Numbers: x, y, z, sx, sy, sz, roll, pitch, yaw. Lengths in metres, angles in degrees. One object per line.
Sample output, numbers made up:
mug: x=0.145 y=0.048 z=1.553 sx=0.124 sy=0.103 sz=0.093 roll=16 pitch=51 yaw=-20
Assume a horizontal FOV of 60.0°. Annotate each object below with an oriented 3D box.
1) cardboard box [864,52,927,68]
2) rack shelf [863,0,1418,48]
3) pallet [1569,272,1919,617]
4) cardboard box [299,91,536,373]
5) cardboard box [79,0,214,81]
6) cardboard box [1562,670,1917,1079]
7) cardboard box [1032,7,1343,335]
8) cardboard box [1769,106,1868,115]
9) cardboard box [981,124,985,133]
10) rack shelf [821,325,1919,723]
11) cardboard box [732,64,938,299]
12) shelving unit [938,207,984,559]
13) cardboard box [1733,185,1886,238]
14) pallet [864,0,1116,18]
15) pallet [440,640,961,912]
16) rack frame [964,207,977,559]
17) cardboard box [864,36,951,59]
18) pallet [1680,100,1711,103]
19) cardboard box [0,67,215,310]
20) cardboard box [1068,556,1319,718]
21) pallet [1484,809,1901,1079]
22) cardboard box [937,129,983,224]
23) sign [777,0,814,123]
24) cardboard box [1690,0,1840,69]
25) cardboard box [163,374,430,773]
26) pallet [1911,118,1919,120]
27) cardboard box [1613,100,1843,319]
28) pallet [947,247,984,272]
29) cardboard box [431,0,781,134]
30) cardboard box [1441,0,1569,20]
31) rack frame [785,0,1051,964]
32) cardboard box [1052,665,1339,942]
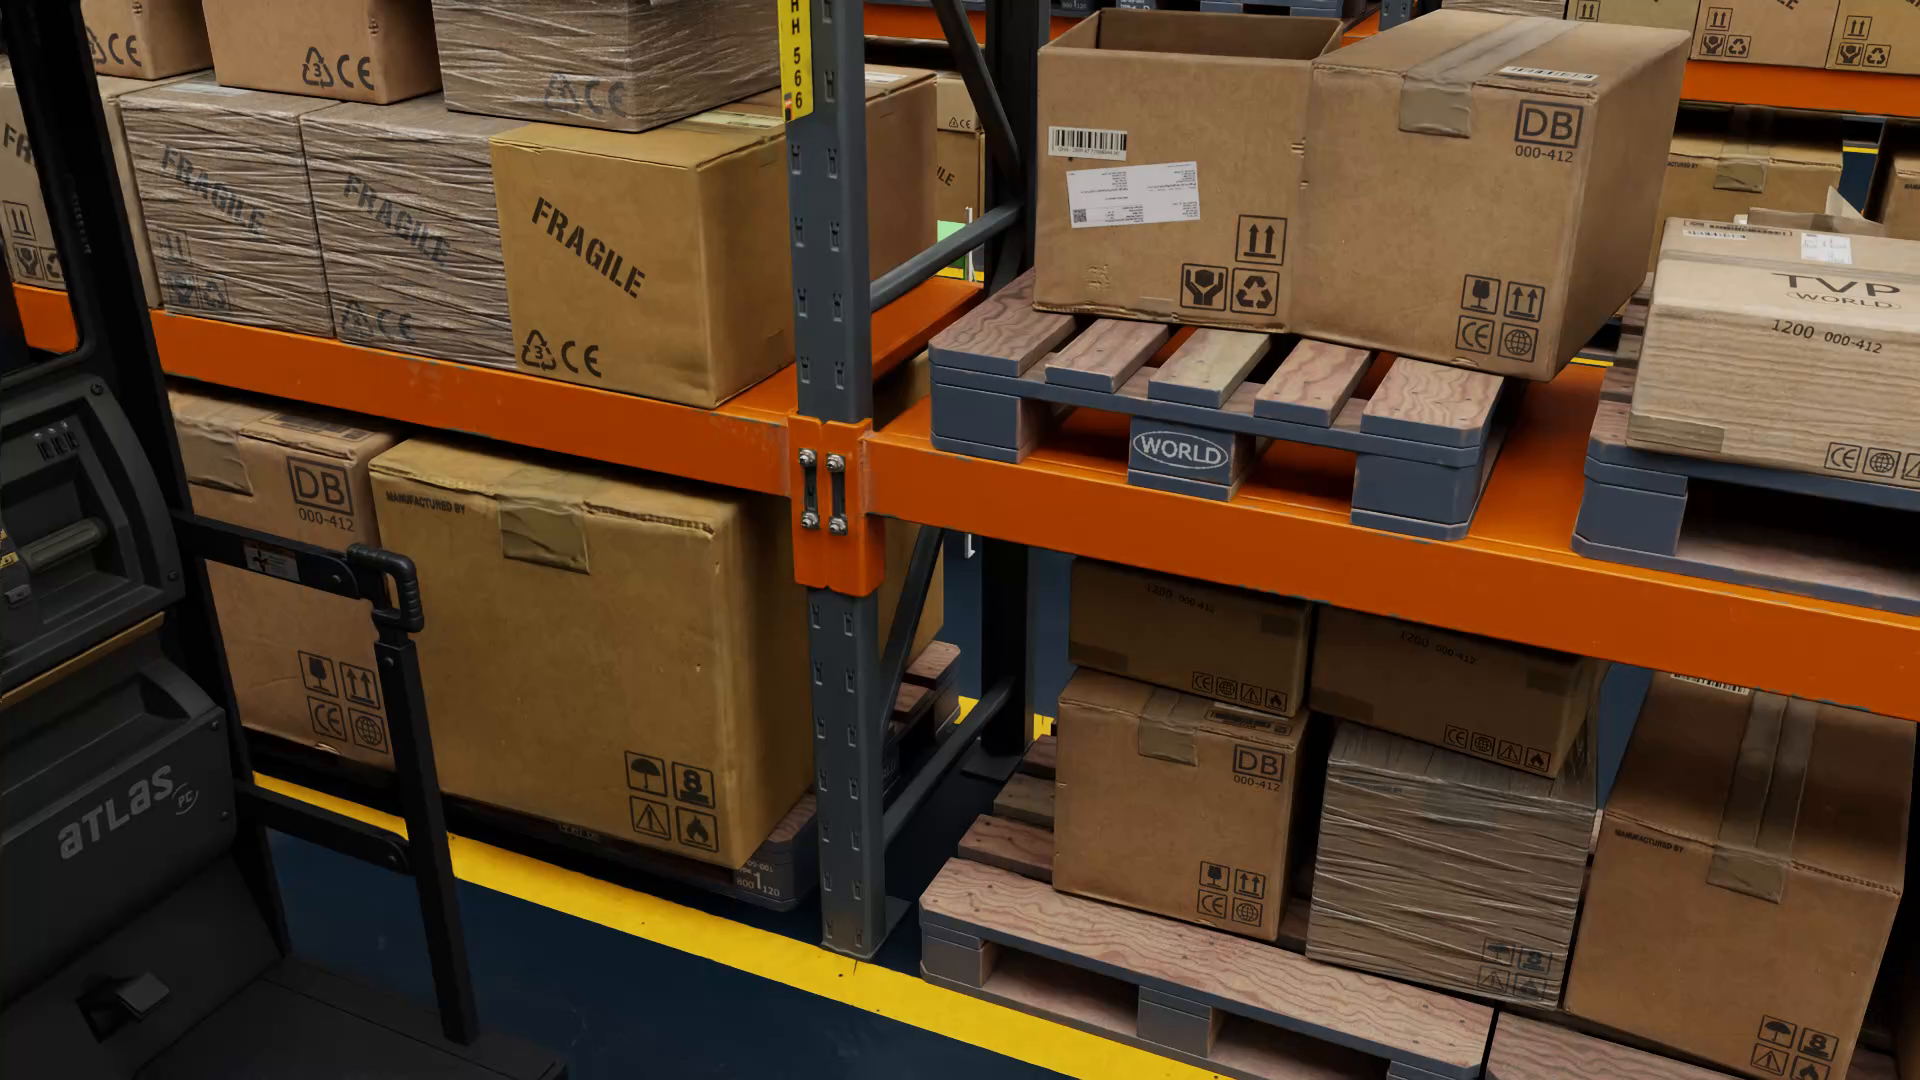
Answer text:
cardboard box: x=-0.504 y=-2.365 z=8.663 sx=0.500 sy=0.250 sz=0.500 roll=12 pitch=29 yaw=23
rack shelf: x=0.268 y=-2.611 z=8.471 sx=4.000 sy=0.370 sz=1.077 roll=11 pitch=28 yaw=22
pallet: x=1.762 y=-0.160 z=2.897 sx=1.213 sy=0.211 sz=1.003 roll=11 pitch=28 yaw=22
cardboard box: x=-1.060 y=-0.721 z=3.705 sx=0.500 sy=0.500 sz=0.500 roll=11 pitch=28 yaw=21
cardboard box: x=-1.921 y=-1.467 z=4.086 sx=0.637 sy=0.503 sz=0.797 roll=12 pitch=29 yaw=23
cardboard box: x=1.591 y=0.644 z=3.378 sx=0.500 sy=0.500 sz=0.700 roll=14 pitch=29 yaw=26
cardboard box: x=0.452 y=-0.743 z=3.274 sx=0.500 sy=0.500 sz=0.500 roll=8 pitch=27 yaw=15
cardboard box: x=5.919 y=-3.206 z=11.366 sx=0.625 sy=0.372 sz=0.950 roll=12 pitch=29 yaw=23
cardboard box: x=0.437 y=-2.178 z=8.284 sx=0.500 sy=0.250 sz=0.500 roll=12 pitch=29 yaw=23
rack shelf: x=1.764 y=0.096 z=2.973 sx=4.000 sy=0.370 sz=1.077 roll=11 pitch=28 yaw=22
cardboard box: x=-0.386 y=-0.835 z=3.937 sx=0.500 sy=0.500 sz=0.500 roll=12 pitch=29 yaw=23
shelving unit: x=-0.151 y=-0.569 z=5.546 sx=0.503 sy=1.200 sz=0.258 roll=11 pitch=28 yaw=22
cardboard box: x=1.573 y=-0.524 z=3.095 sx=0.258 sy=0.266 sz=0.396 roll=11 pitch=28 yaw=20
pallet: x=0.270 y=-2.827 z=8.314 sx=1.213 sy=0.211 sz=1.003 roll=11 pitch=28 yaw=22
pallet: x=-0.743 y=0.485 z=4.527 sx=1.213 sy=0.211 sz=1.003 roll=11 pitch=28 yaw=22
rack frame: x=0.071 y=-0.524 z=5.456 sx=0.015 sy=1.200 sz=0.240 roll=11 pitch=28 yaw=22
cardboard box: x=-0.308 y=-2.569 z=9.077 sx=0.500 sy=0.250 sz=0.500 roll=13 pitch=29 yaw=24
pallet: x=4.756 y=-3.182 z=11.974 sx=1.213 sy=0.211 sz=1.003 roll=11 pitch=28 yaw=22
cardboard box: x=-1.997 y=-0.908 z=4.085 sx=0.500 sy=0.500 sz=0.500 roll=12 pitch=29 yaw=23
cardboard box: x=0.566 y=0.106 z=3.621 sx=0.500 sy=0.250 sz=0.500 roll=13 pitch=29 yaw=24
pallet: x=1.761 y=1.026 z=3.427 sx=1.213 sy=0.211 sz=1.003 roll=11 pitch=28 yaw=22
cardboard box: x=-0.025 y=-1.938 z=8.645 sx=0.500 sy=0.500 sz=0.500 roll=12 pitch=29 yaw=23
sign: x=-0.283 y=-0.888 z=2.846 sx=0.005 sy=0.325 sz=0.100 roll=11 pitch=28 yaw=22
cardboard box: x=3.308 y=-2.238 z=6.786 sx=0.500 sy=0.500 sz=0.500 roll=11 pitch=28 yaw=22
cardboard box: x=-1.484 y=-0.128 z=4.544 sx=0.875 sy=0.875 sz=1.225 roll=11 pitch=28 yaw=22
pallet: x=6.978 y=-2.736 z=11.068 sx=1.213 sy=0.211 sz=1.003 roll=11 pitch=28 yaw=22
cardboard box: x=3.403 y=-1.441 z=7.352 sx=0.750 sy=0.750 sz=1.050 roll=12 pitch=29 yaw=23
pallet: x=0.271 y=-1.684 z=8.931 sx=1.213 sy=0.211 sz=1.003 roll=11 pitch=28 yaw=22
cardboard box: x=-0.715 y=-1.227 z=3.598 sx=0.637 sy=0.503 sz=0.797 roll=12 pitch=29 yaw=24
cardboard box: x=2.386 y=-2.422 z=7.160 sx=0.500 sy=0.500 sz=0.500 roll=12 pitch=29 yaw=22
rack frame: x=-0.057 y=-0.592 z=3.556 sx=0.127 sy=3.000 sz=1.000 roll=11 pitch=28 yaw=22
cardboard box: x=0.562 y=0.447 z=3.779 sx=0.500 sy=0.500 sz=0.700 roll=10 pitch=28 yaw=19
